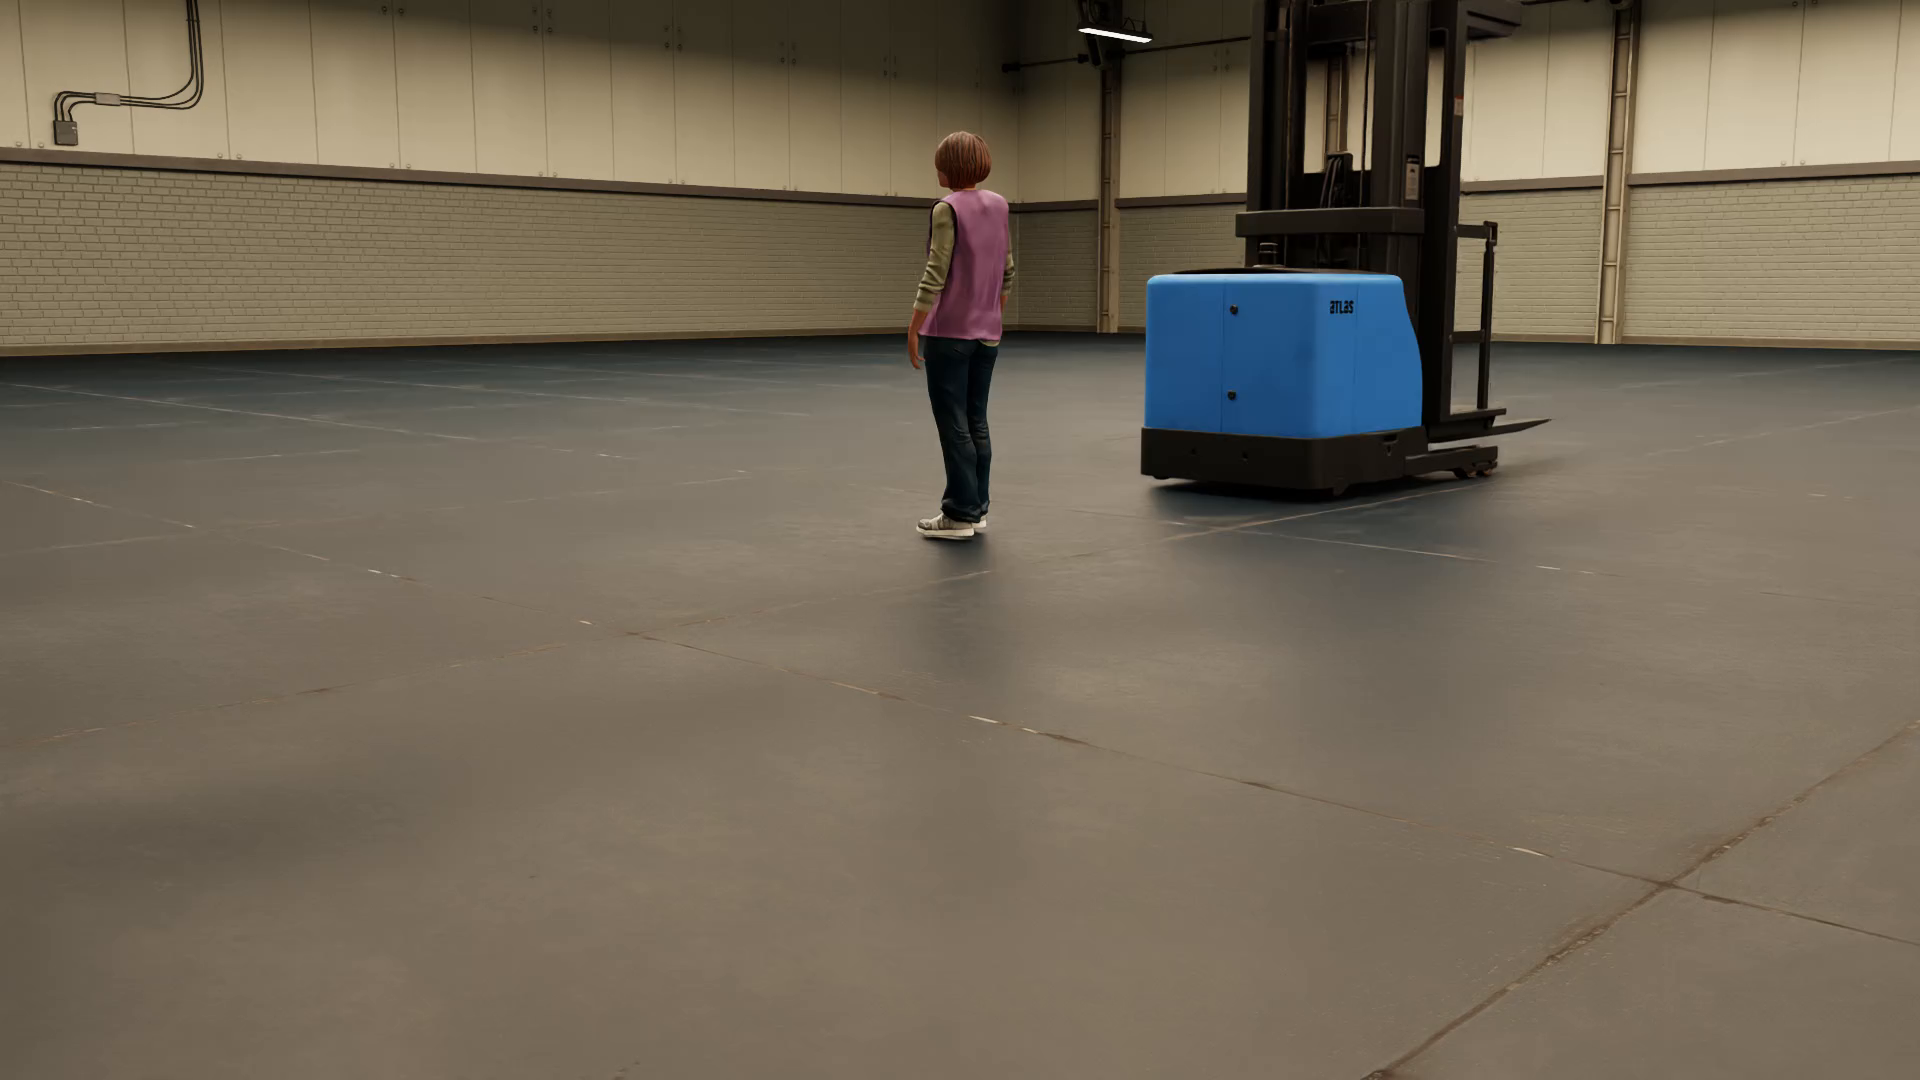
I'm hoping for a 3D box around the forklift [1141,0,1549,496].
[{"bbox_3d":[2.290,-1.825,8.995,1.130,2.935,3.031,8,12,42],"label":"forklift"}]

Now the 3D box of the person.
[{"bbox_3d":[-0.044,-0.807,6.659,0.473,1.599,0.520,8,12,43],"label":"person"}]
